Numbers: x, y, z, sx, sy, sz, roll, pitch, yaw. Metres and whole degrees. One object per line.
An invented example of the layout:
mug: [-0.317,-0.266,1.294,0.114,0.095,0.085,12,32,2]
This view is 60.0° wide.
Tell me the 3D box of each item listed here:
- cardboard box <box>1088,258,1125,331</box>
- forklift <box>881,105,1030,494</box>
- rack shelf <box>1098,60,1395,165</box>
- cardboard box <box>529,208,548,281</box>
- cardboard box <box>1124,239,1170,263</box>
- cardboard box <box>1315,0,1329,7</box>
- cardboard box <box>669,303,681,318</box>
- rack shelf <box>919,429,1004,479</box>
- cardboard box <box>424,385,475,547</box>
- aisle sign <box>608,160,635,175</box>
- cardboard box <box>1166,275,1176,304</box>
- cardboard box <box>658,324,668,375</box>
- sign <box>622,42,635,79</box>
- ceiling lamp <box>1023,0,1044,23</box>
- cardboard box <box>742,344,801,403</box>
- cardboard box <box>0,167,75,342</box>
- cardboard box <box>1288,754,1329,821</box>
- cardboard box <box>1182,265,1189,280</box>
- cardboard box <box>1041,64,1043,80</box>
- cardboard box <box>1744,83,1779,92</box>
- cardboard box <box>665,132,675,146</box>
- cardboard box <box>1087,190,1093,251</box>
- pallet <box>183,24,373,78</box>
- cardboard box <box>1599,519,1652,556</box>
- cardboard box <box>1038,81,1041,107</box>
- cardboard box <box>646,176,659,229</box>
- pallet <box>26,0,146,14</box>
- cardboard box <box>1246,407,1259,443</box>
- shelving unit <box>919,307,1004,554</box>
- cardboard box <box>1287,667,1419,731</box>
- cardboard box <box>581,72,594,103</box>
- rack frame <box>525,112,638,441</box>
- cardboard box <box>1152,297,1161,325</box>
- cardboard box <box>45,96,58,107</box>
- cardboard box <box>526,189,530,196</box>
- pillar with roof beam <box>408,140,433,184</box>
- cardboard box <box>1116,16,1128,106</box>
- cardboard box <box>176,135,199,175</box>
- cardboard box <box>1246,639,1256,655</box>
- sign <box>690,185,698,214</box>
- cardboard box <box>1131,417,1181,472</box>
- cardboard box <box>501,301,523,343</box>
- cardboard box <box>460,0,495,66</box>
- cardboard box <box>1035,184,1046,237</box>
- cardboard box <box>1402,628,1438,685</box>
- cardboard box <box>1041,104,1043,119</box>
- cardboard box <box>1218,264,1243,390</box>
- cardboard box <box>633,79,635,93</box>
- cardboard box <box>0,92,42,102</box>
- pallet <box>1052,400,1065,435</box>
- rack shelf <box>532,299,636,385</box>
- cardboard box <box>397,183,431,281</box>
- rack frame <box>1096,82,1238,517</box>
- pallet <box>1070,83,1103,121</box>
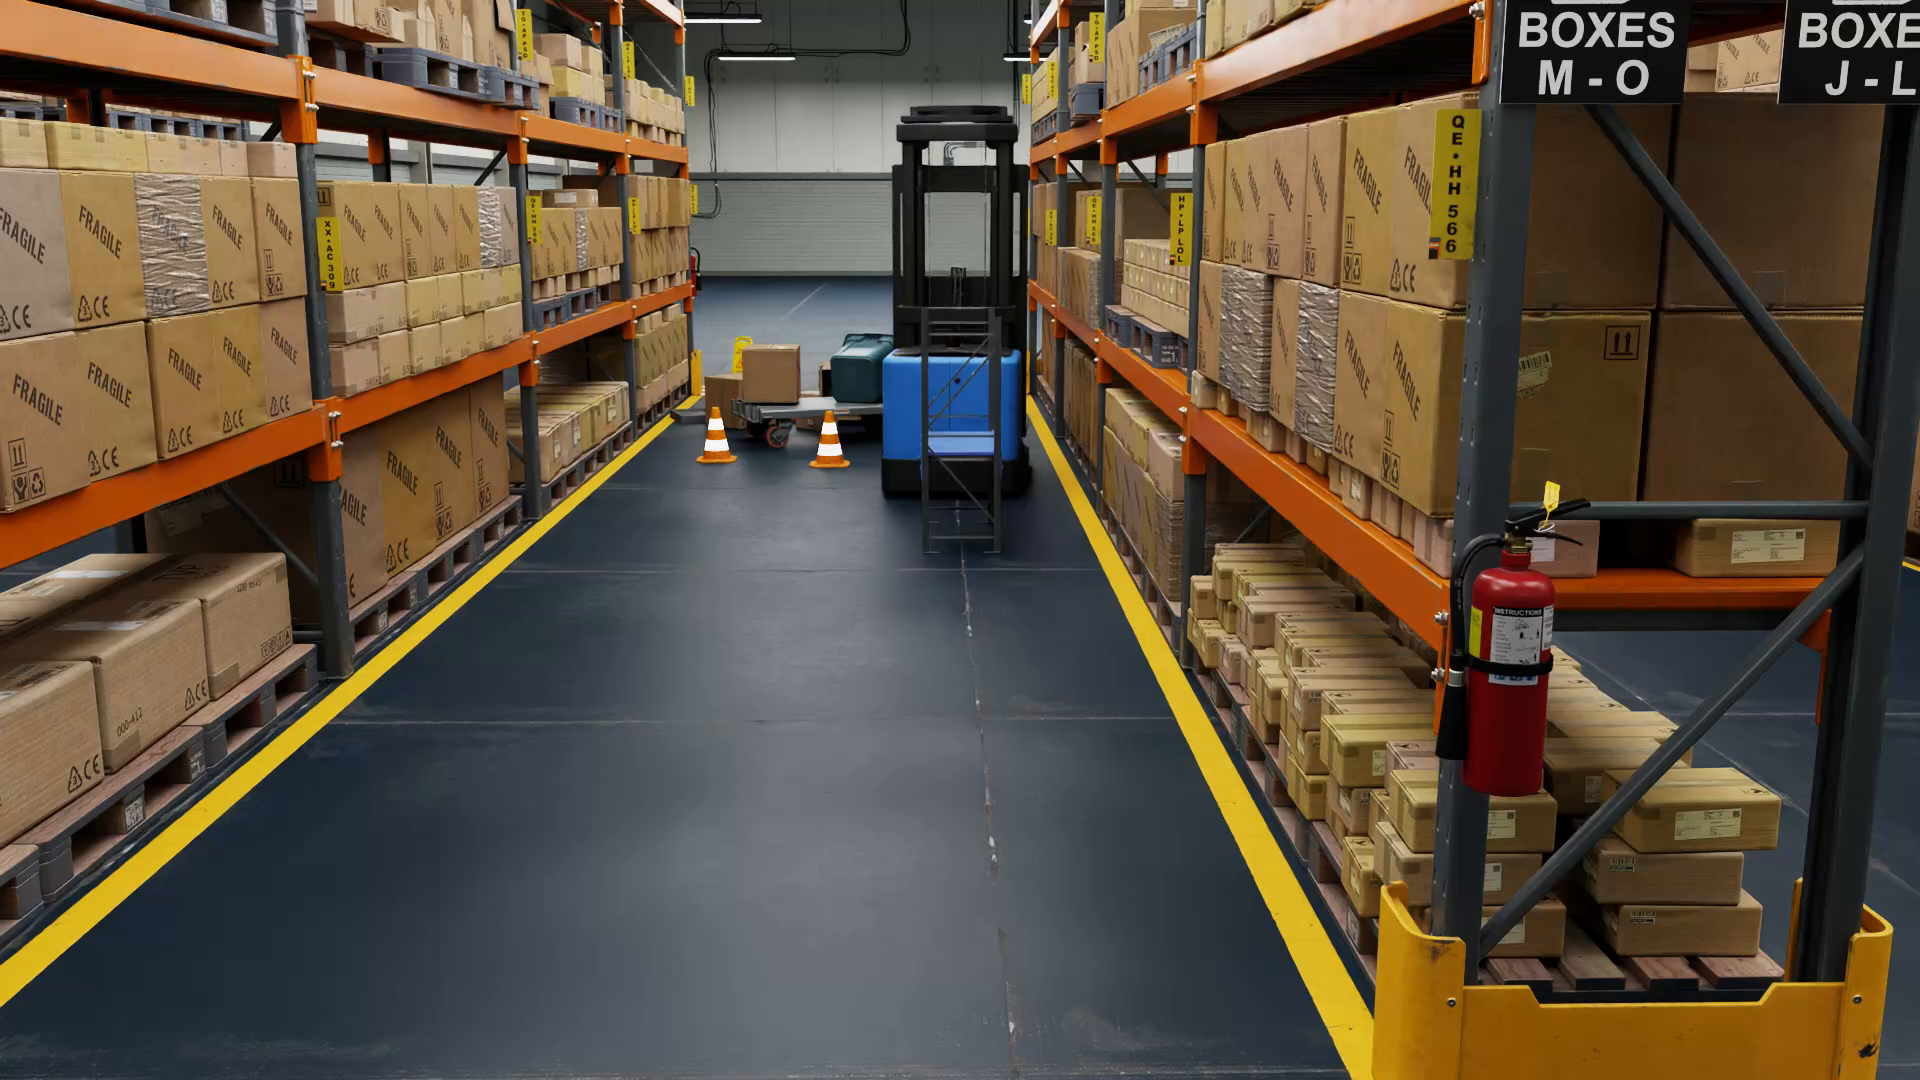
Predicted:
cardboard box: [1.207,-1.789,12.082,0.500,0.500,0.500,0,11,-1]
forklift: [0.017,-2.030,13.692,1.130,2.935,3.031,1,11,3]
rack shelf: [1.526,-2.372,9.470,1.077,0.370,4.000,0,11,-1]
cardboard box: [-3.240,-2.102,11.822,0.500,0.500,0.500,-1,11,-3]
cardboard box: [1.300,-1.932,11.120,0.380,0.149,0.250,0,11,-1]
cardboard box: [1.361,-1.747,4.961,0.500,0.250,0.500,0,11,1]
cardboard box: [-3.276,-2.514,18.250,0.380,0.149,0.250,0,11,0]
rack shelf: [-0.002,-0.576,11.029,0.538,0.185,1.000,0,11,-1]
cardboard box: [-3.517,-0.461,10.074,0.875,0.875,0.875,0,11,0]
aisle sign: [-3.939,-4.487,19.092,0.394,0.787,0.004,0,11,-1]
cardboard box: [1.338,-1.371,9.101,0.380,0.149,0.250,-1,11,-4]
cardboard box: [-3.319,-1.960,17.149,0.500,0.500,0.500,0,11,2]
sign: [-2.990,-4.326,15.002,0.100,0.325,0.005,0,11,-1]
ceiling lamp: [2.308,-12.273,34.243,2.000,3.185,0.800,0,11,-1]
cardboard box: [-1.766,-1.566,15.615,0.500,0.500,0.500,0,11,-1]
cardboard box: [-3.058,-0.862,4.996,0.500,0.500,0.500,0,11,-2]
cardboard box: [1.318,0.823,5.572,0.380,0.149,0.250,-1,11,-4]
cardboard box: [1.354,-1.415,8.567,0.380,0.149,0.250,-1,11,-3]
cardboard box: [1.038,-4.863,17.261,0.380,0.149,0.250,0,11,0]
cardboard box: [6.167,-3.241,12.321,0.500,0.250,0.500,0,11,-1]
cardboard box: [-3.331,-4.376,18.174,0.380,0.149,0.250,0,11,1]
cardboard box: [1.441,-2.685,13.981,0.700,0.500,0.500,0,11,-1]
pallet: [-3.448,-2.375,8.156,0.805,0.209,1.217,-1,11,-3]
cardboard box: [1.924,-0.055,4.415,0.380,0.149,0.250,0,11,1]
cardboard box: [1.095,-4.741,17.661,0.500,0.250,0.500,0,11,-2]
cardboard box: [-3.326,-3.281,16.174,0.700,0.500,0.500,0,11,-1]
pallet: [-3.351,-1.838,5.254,1.003,0.211,1.213,0,11,-1]
cardboard box: [1.323,-0.468,6.451,0.380,0.149,0.250,0,11,0]
shelving unit: [-0.002,-0.752,10.994,0.538,1.500,1.048,0,11,-1]
cardboard box: [1.302,0.528,5.530,0.380,0.149,0.250,0,11,1]
cardboard box: [-3.383,-3.793,13.986,0.500,0.250,0.500,0,11,0]
rack frame: [-3.545,-2.406,15.377,1.000,3.000,0.127,0,11,-1]
cardboard box: [1.325,-1.329,9.643,0.380,0.149,0.250,-1,11,-3]
cardboard box: [-8.213,-4.078,15.393,0.380,0.149,0.250,0,11,0]
cardboard box: [-3.764,-2.814,13.700,0.380,0.149,0.250,0,11,2]
pillar with roof beam: [-5.421,-8.382,29.740,9.100,9.000,0.400,0,11,-1]
cardboard box: [1.248,-2.957,10.294,0.500,0.500,0.500,0,11,-1]
cardboard box: [-3.140,-1.460,6.316,0.380,0.149,0.250,0,11,-2]
cardboard box: [1.393,0.414,6.839,0.380,0.149,0.250,-1,11,-4]
sign: [-3.073,-3.922,19.141,0.100,0.325,0.005,0,11,-1]
cardboard box: [1.276,-0.559,9.616,0.500,0.250,0.500,-1,11,-4]
cardboard box: [-3.193,-1.438,10.982,0.500,0.250,0.500,-1,11,-3]
cardboard box: [-3.252,-3.140,10.141,0.700,0.500,0.500,-1,11,-4]
cardboard box: [1.267,-3.550,17.920,0.875,0.550,0.550,0,11,-1]
cardboard box: [1.831,0.422,6.054,0.380,0.149,0.250,0,11,-1]
cardboard box: [1.038,-4.473,17.342,0.380,0.149,0.250,0,11,-1]
cardboard box: [1.343,-0.854,6.723,0.500,0.500,0.500,0,11,-1]
cardboard box: [-3.260,-4.260,15.593,0.380,0.149,0.250,0,11,1]
cardboard box: [-8.249,-3.924,14.227,0.500,0.311,0.500,-1,11,-3]
pallet: [1.464,-1.232,16.600,1.003,0.211,1.213,0,11,-1]
rack shelf: [-3.504,-1.656,13.488,1.077,0.370,4.000,0,11,-1]
cardboard box: [-3.148,-1.645,8.855,0.500,0.500,0.500,-1,11,-3]
rack frame: [1.484,-1.652,11.656,1.000,3.000,0.127,0,11,-1]
pallet: [1.418,-3.157,12.007,1.213,0.211,1.003,0,11,1]
